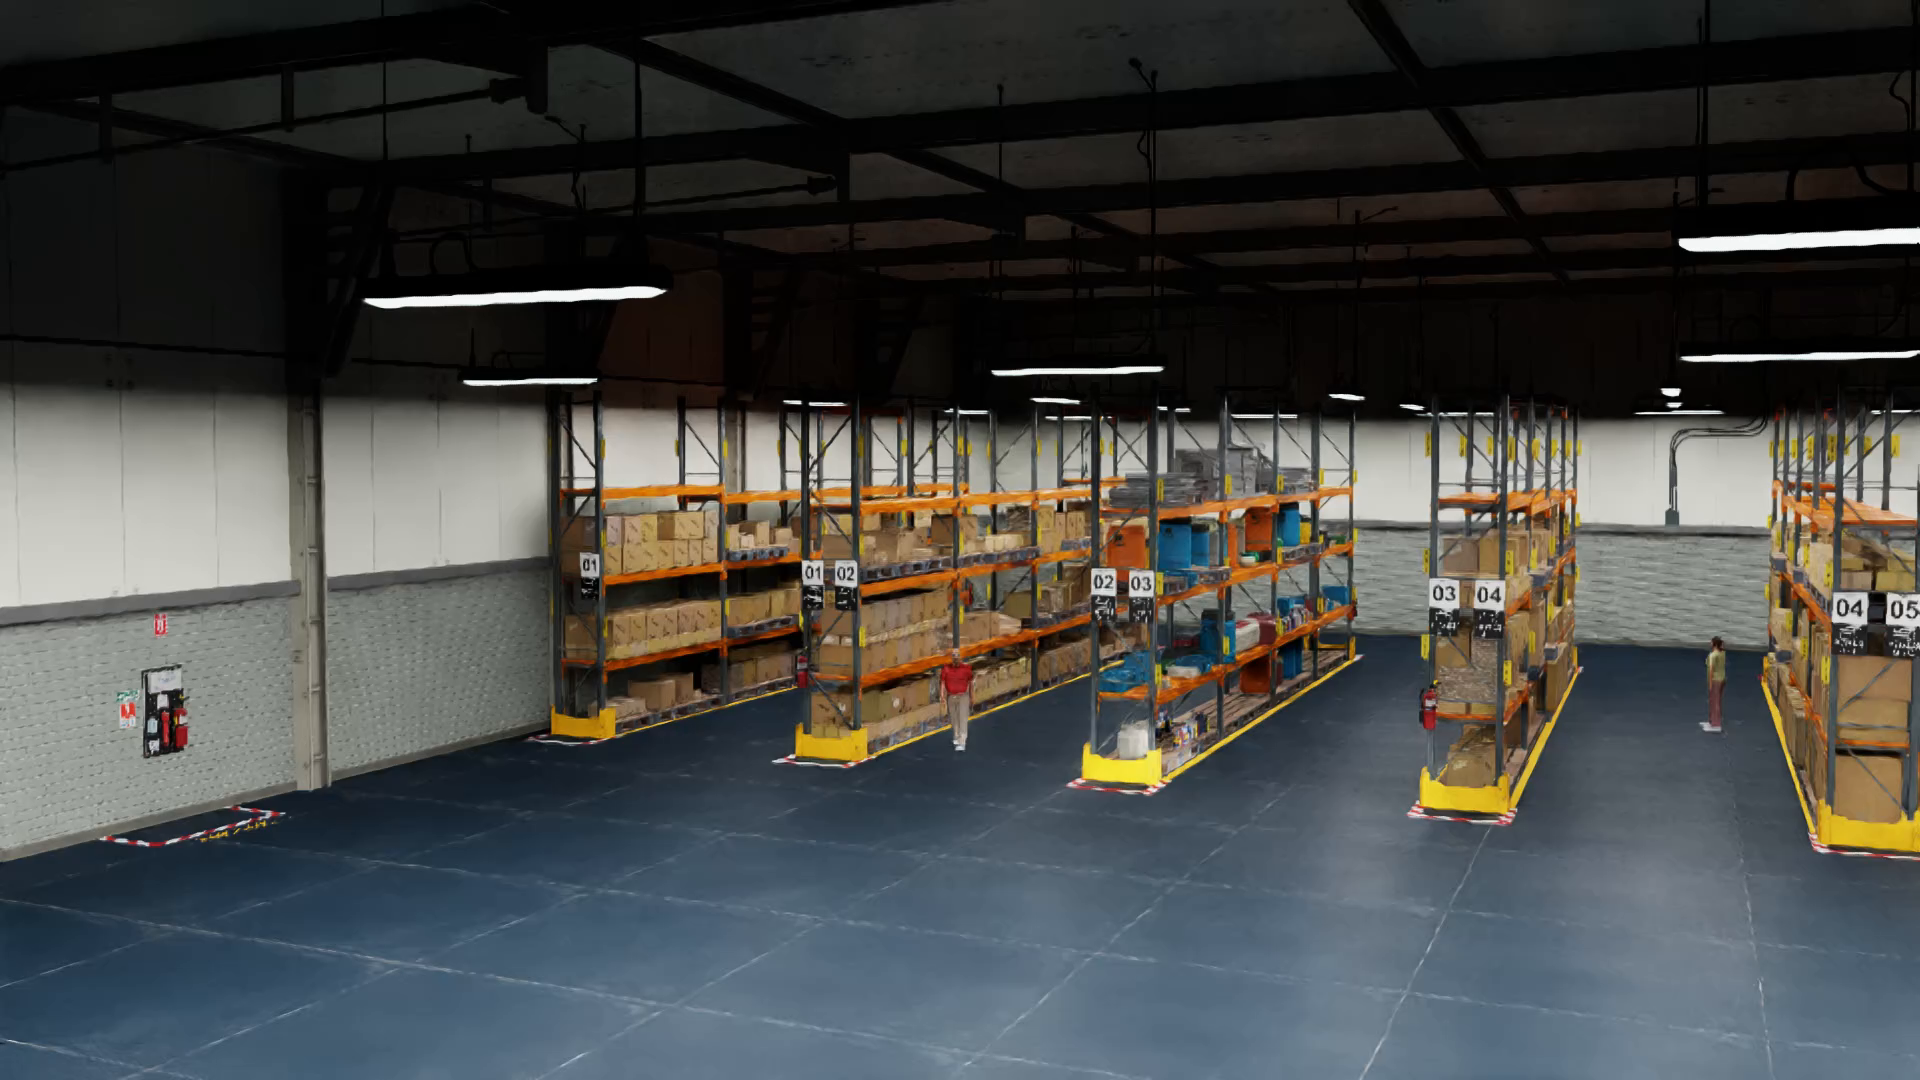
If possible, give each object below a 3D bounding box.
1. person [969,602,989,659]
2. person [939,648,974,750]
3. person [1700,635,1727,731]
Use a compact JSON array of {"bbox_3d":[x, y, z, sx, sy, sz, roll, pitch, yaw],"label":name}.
[{"bbox_3d":[0.444,2.163,36.814,0.592,1.629,0.526,1,3,21],"label":"person"},{"bbox_3d":[-0.066,2.630,27.661,0.536,1.656,1.037,1,3,15],"label":"person"},{"bbox_3d":[13.364,2.522,29.513,0.493,1.675,0.477,-2,4,-35],"label":"person"}]
